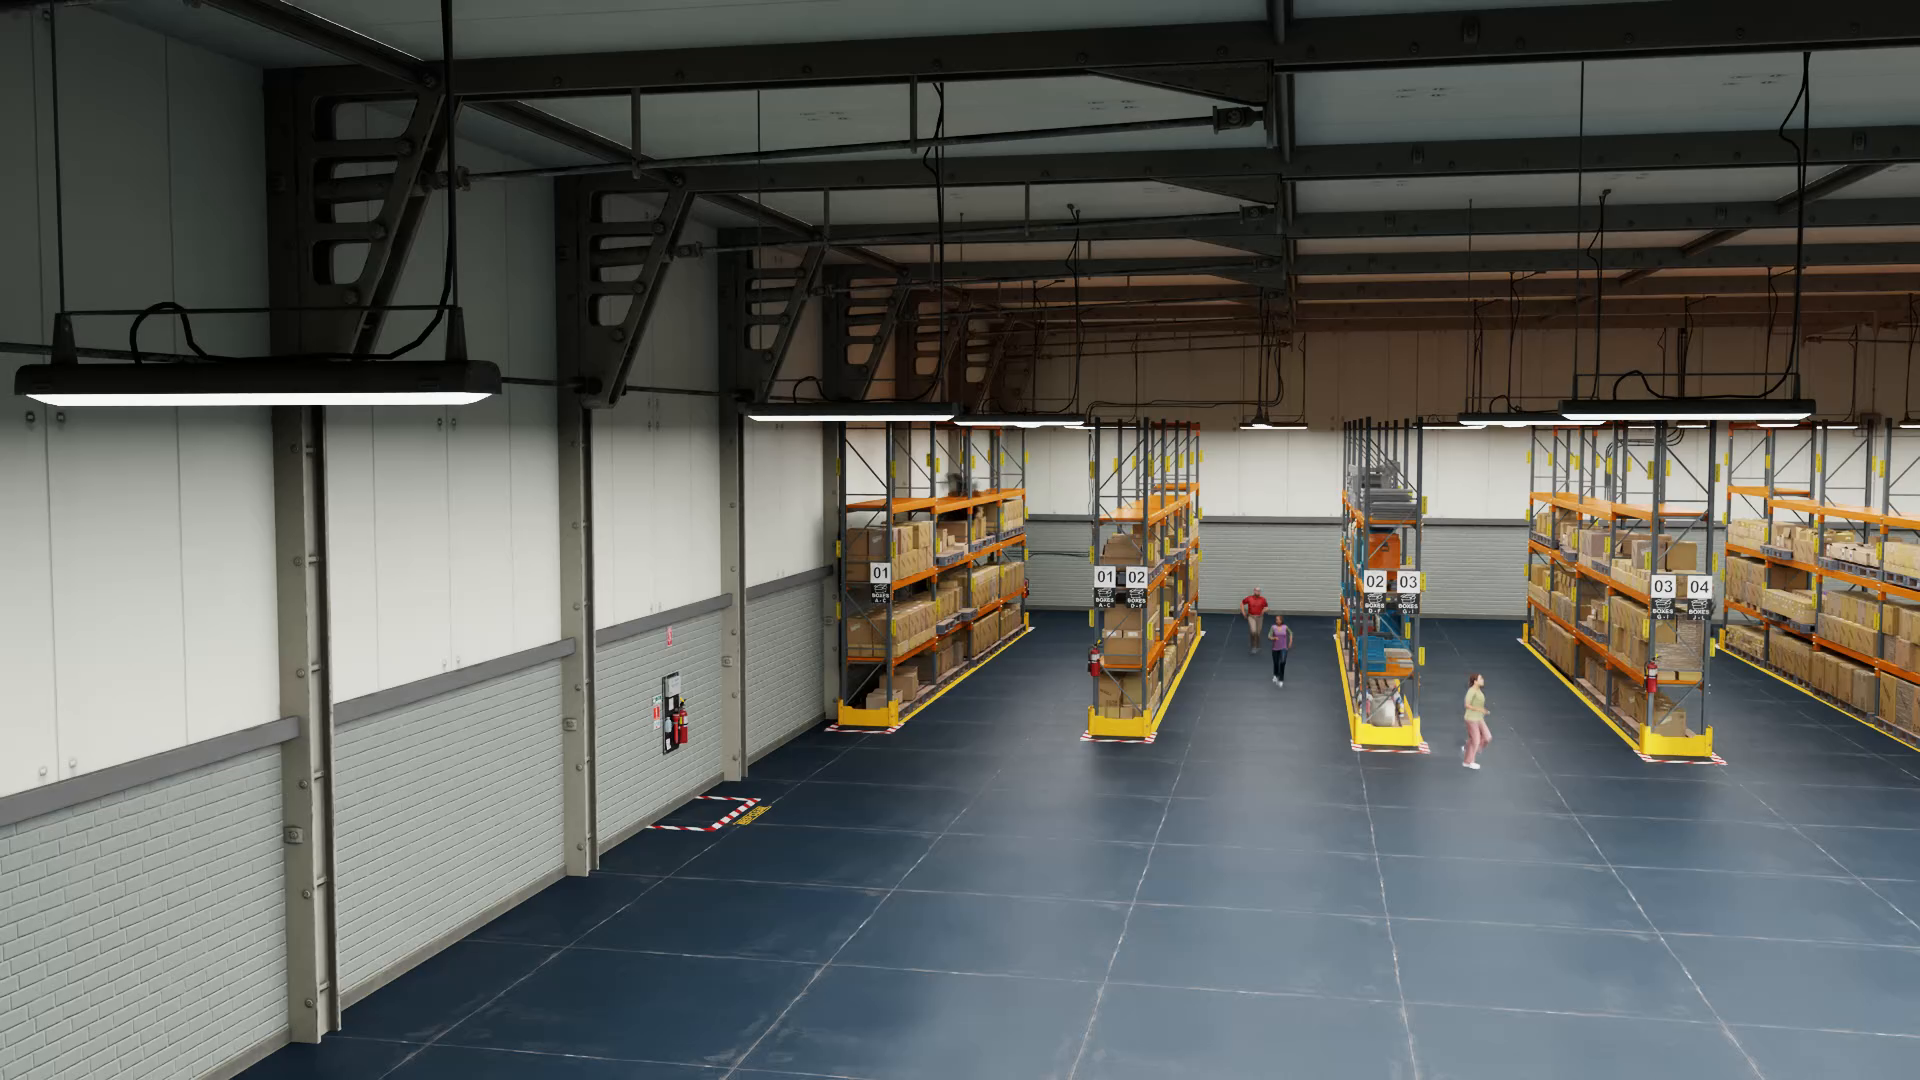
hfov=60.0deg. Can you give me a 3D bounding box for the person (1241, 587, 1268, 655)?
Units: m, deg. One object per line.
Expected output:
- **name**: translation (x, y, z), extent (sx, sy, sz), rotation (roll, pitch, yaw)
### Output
- **person**: translation (7.634, 2.085, 42.996), extent (0.664, 1.745, 0.817), rotation (0, 4, -4)

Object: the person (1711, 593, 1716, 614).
- **person**: translation (20.293, 1.971, 45.455), extent (0.610, 1.622, 0.754), rotation (1, 4, 17)

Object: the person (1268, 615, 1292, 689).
- **person**: translation (7.209, 2.492, 37.501), extent (0.545, 1.614, 0.813), rotation (1, 4, 12)

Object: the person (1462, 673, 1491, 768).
- **person**: translation (8.776, 3.070, 28.282), extent (0.550, 1.639, 0.562), rotation (3, 5, 39)

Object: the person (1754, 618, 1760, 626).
- **person**: translation (21.869, 1.925, 45.204), extent (0.522, 1.726, 0.699), rotation (1, 4, 15)
